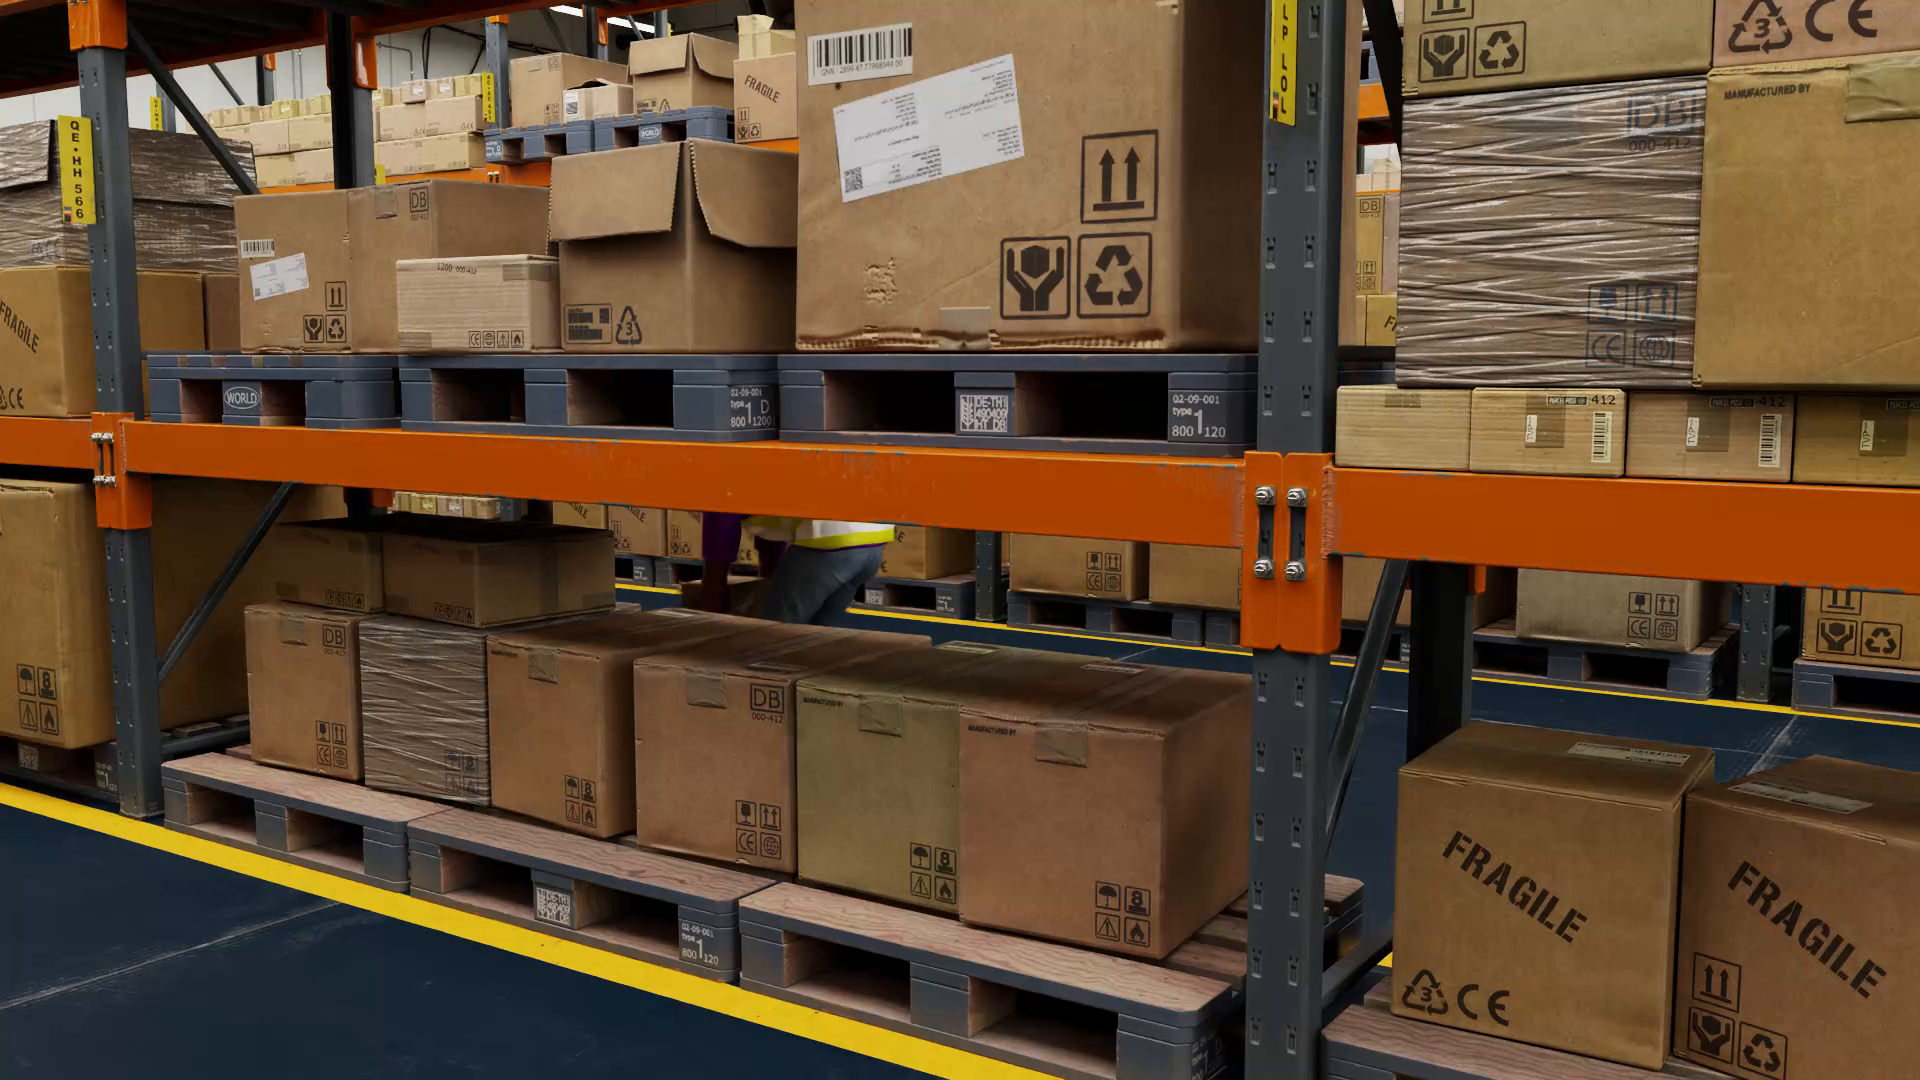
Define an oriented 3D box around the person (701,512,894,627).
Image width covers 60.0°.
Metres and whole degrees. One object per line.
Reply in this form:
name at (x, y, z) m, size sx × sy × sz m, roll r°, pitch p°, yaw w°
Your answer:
person at (-0.709, 0.189, 6.273) m, size 0.940 × 1.256 × 0.496 m, roll 3°, pitch 7°, yaw 29°
